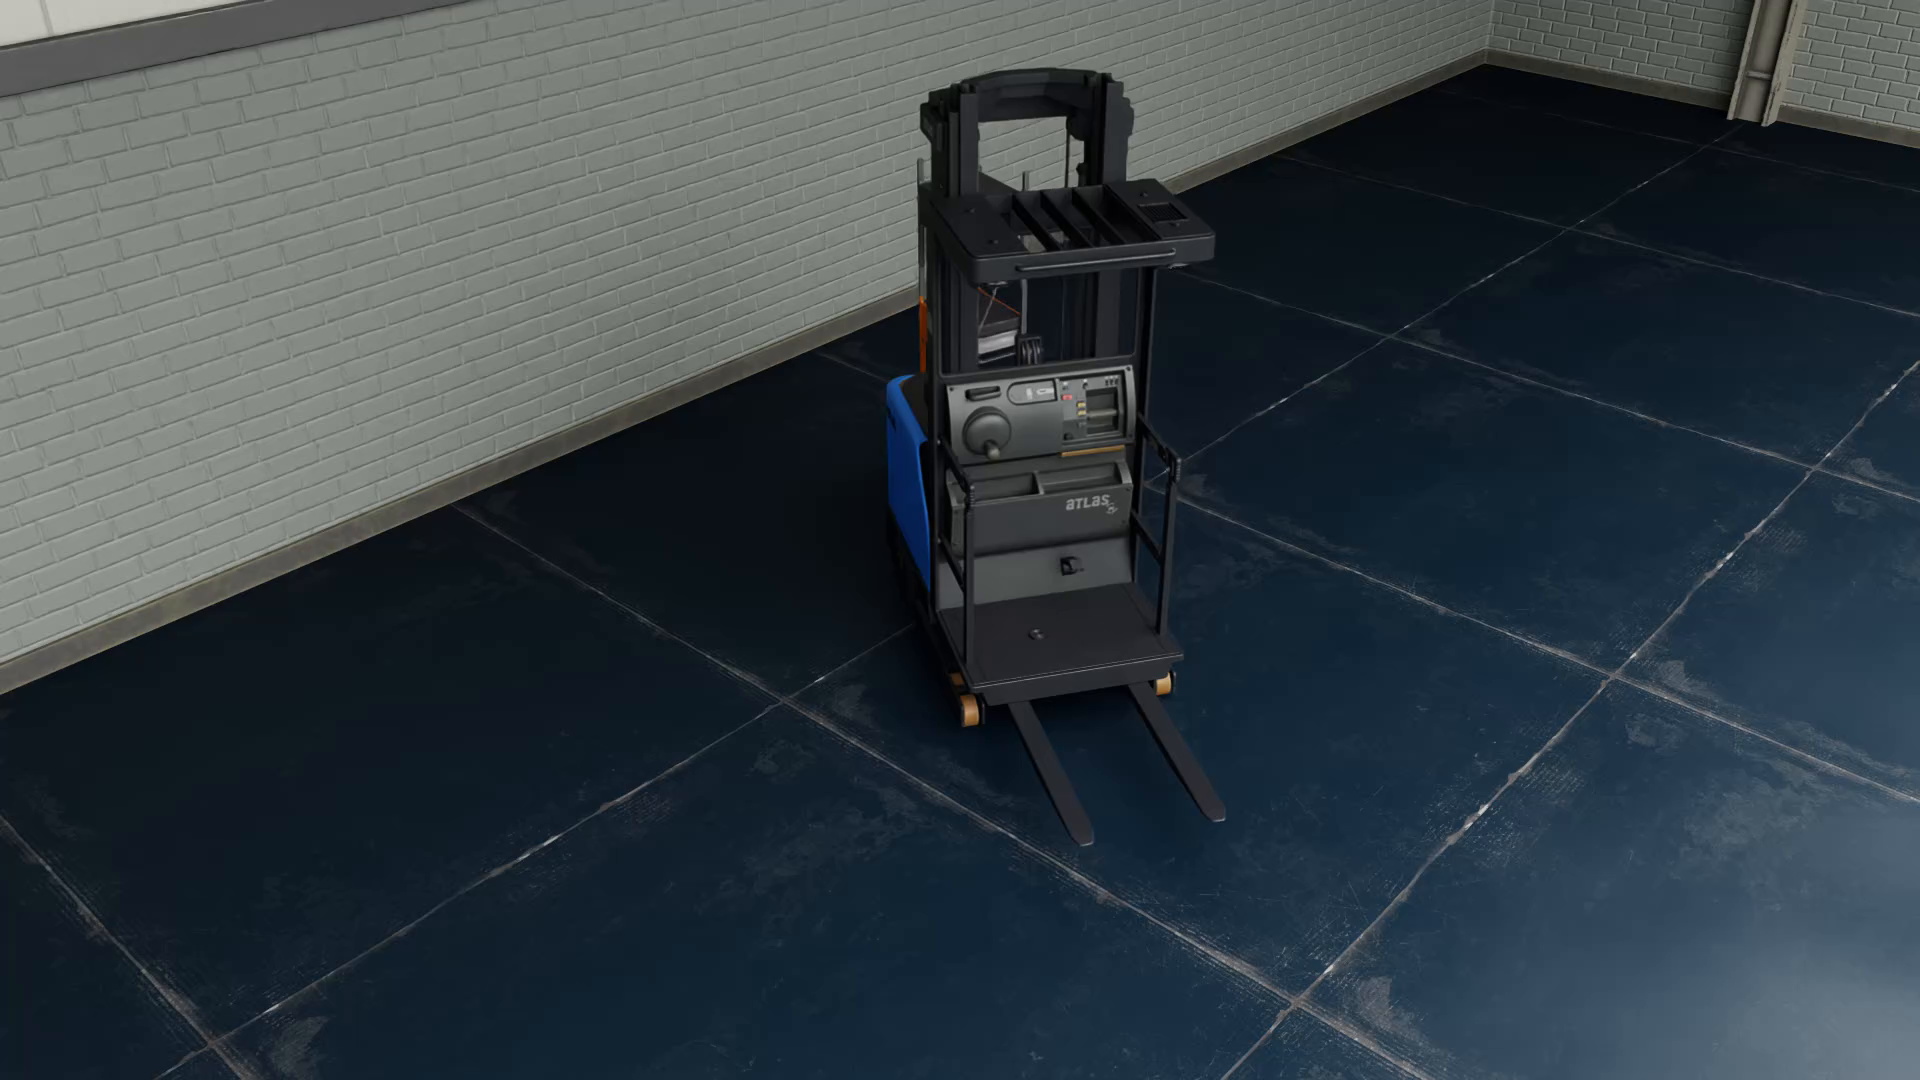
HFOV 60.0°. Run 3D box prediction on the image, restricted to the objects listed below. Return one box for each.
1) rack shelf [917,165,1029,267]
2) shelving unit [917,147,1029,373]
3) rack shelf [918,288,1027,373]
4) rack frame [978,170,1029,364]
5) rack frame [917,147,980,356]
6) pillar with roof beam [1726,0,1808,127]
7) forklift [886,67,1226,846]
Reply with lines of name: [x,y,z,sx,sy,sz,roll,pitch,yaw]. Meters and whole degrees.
rack shelf: [0.069,-1.719,9.183,0.431,0.518,0.480,-18,35,-27]
shelving unit: [0.069,-1.131,9.537,0.431,2.100,0.503,-18,35,-27]
rack shelf: [0.069,-1.119,9.544,0.431,0.518,0.480,-18,35,-27]
rack frame: [0.200,-1.024,9.360,0.400,2.100,0.015,-18,35,-27]
rack frame: [-0.061,-1.237,9.714,0.400,2.100,0.015,-18,35,-27]
pillar with roof beam: [5.073,-6.441,11.669,0.400,9.000,9.100,25,39,35]
forklift: [0.449,-0.559,7.781,1.130,2.935,3.031,-8,32,-13]
